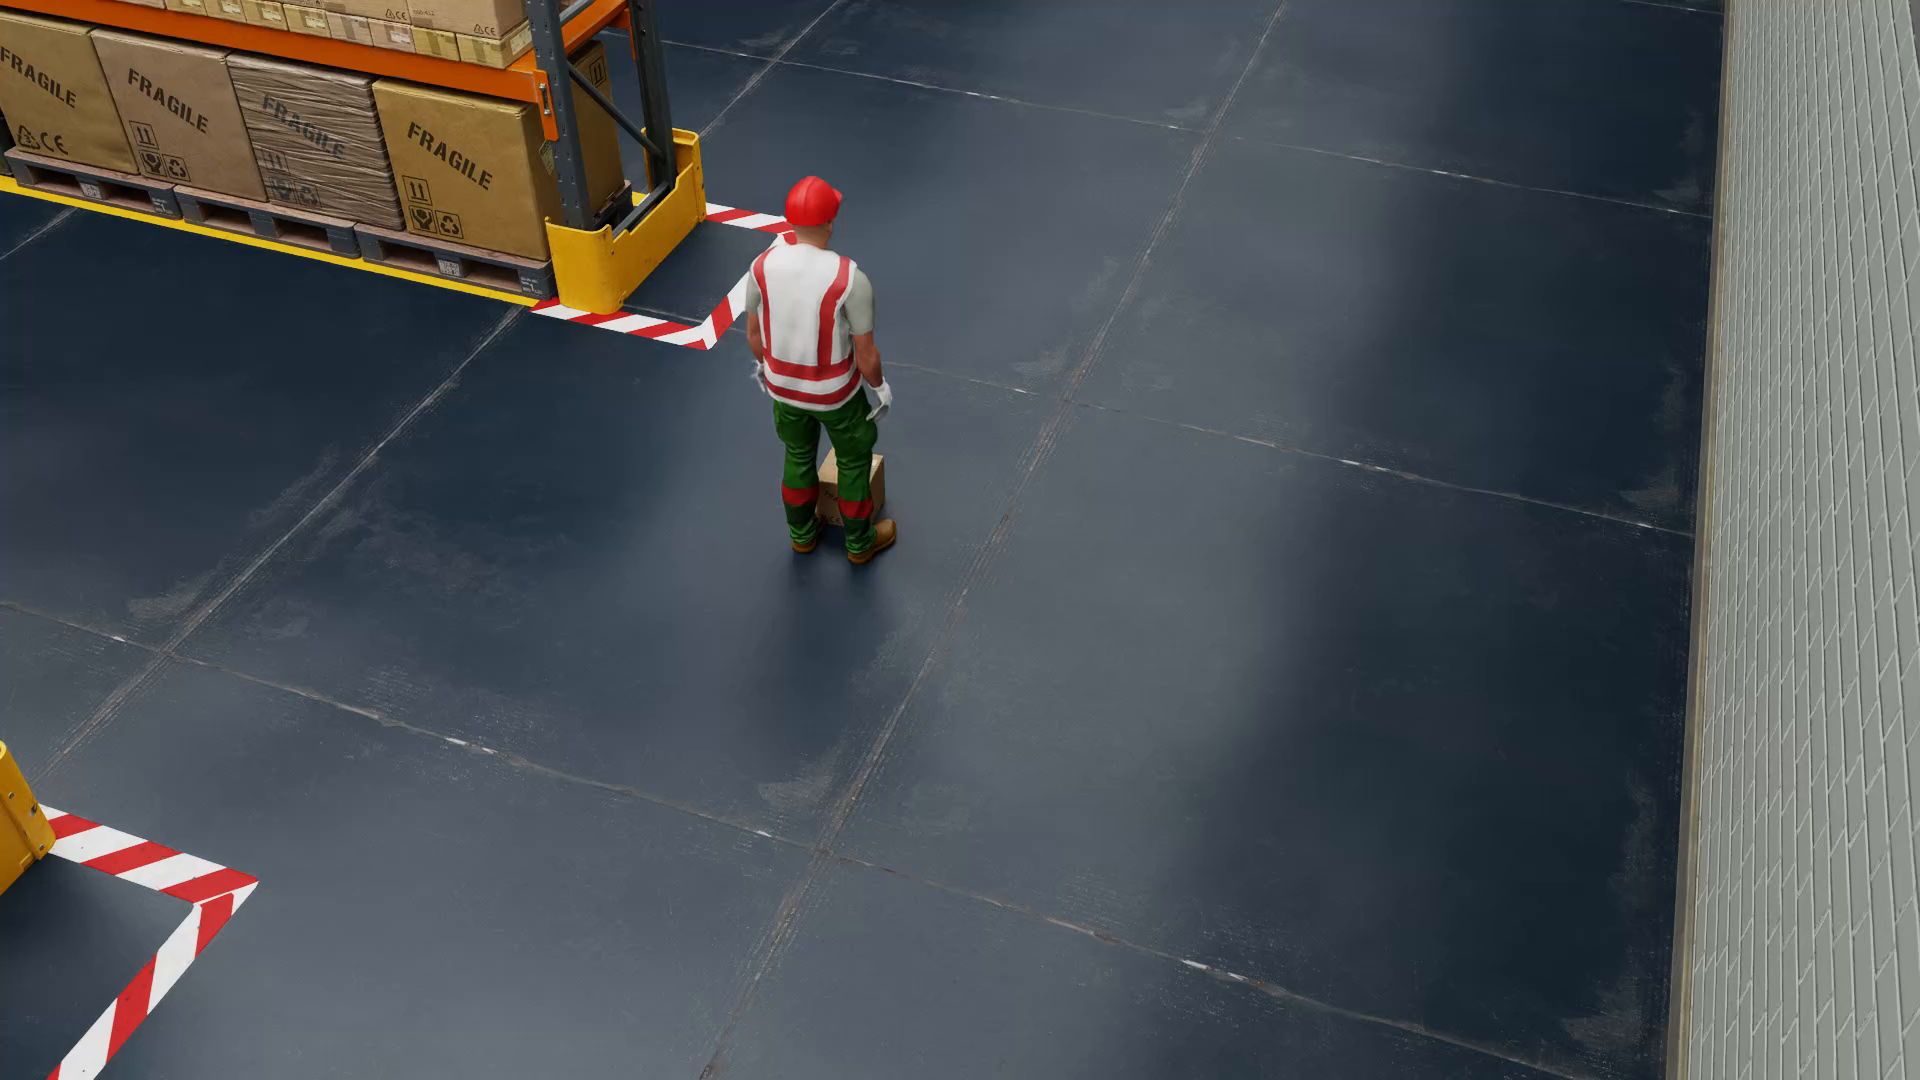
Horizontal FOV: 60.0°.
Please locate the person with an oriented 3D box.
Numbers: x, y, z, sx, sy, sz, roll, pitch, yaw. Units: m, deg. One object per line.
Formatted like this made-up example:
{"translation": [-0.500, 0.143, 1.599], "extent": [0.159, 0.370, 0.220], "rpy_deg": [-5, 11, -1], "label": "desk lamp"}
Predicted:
{"translation": [-0.575, -0.665, 6.909], "extent": [0.609, 1.779, 0.449], "rpy_deg": [14, 43, 15], "label": "person"}
